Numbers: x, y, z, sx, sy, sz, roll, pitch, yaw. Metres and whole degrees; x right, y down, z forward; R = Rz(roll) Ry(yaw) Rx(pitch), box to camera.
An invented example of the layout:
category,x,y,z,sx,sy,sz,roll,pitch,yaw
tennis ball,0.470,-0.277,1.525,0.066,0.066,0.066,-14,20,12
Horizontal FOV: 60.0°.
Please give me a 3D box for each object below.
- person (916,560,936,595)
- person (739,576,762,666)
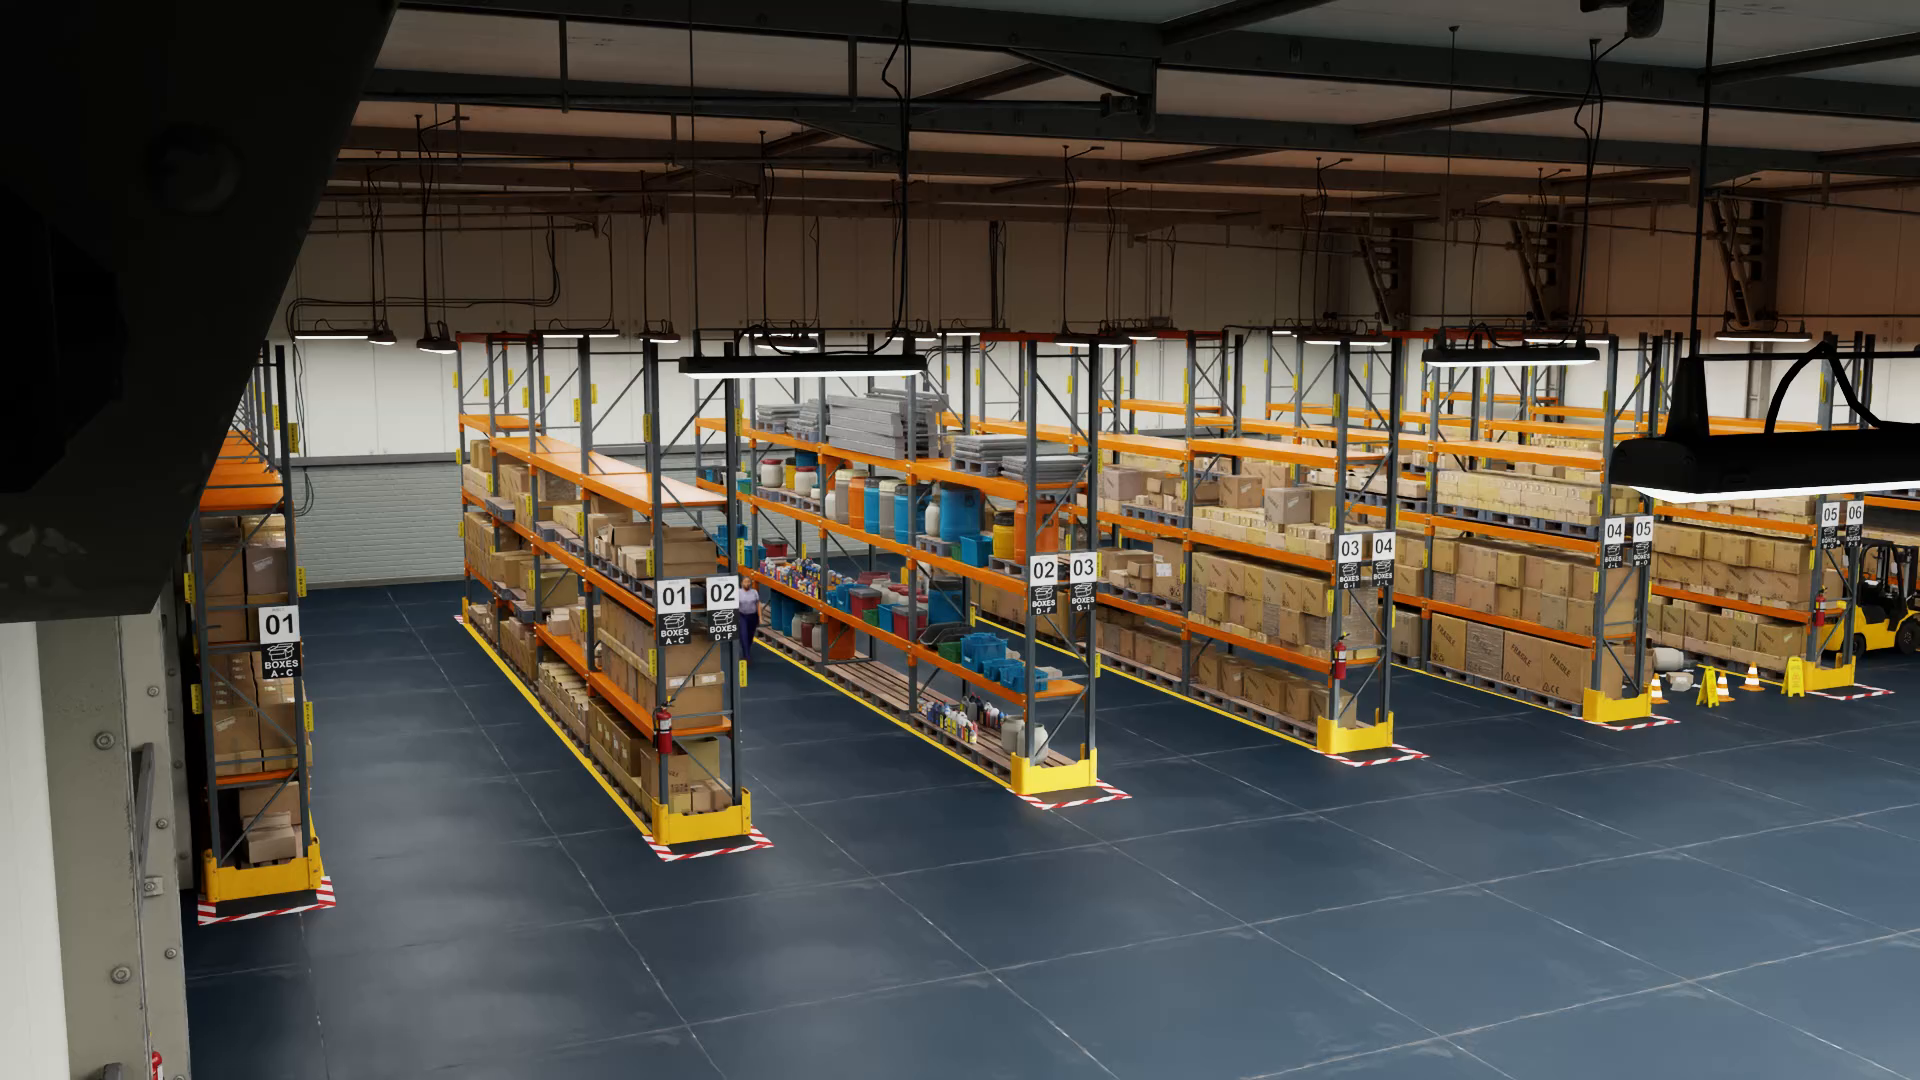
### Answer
category,x,y,z,sx,sy,sz,roll,pitch,yaw
person,-0.779,0.822,35.120,0.638,1.578,0.749,-2,8,-13
person,-3.867,1.440,30.319,0.501,1.585,1.030,-3,8,-23
